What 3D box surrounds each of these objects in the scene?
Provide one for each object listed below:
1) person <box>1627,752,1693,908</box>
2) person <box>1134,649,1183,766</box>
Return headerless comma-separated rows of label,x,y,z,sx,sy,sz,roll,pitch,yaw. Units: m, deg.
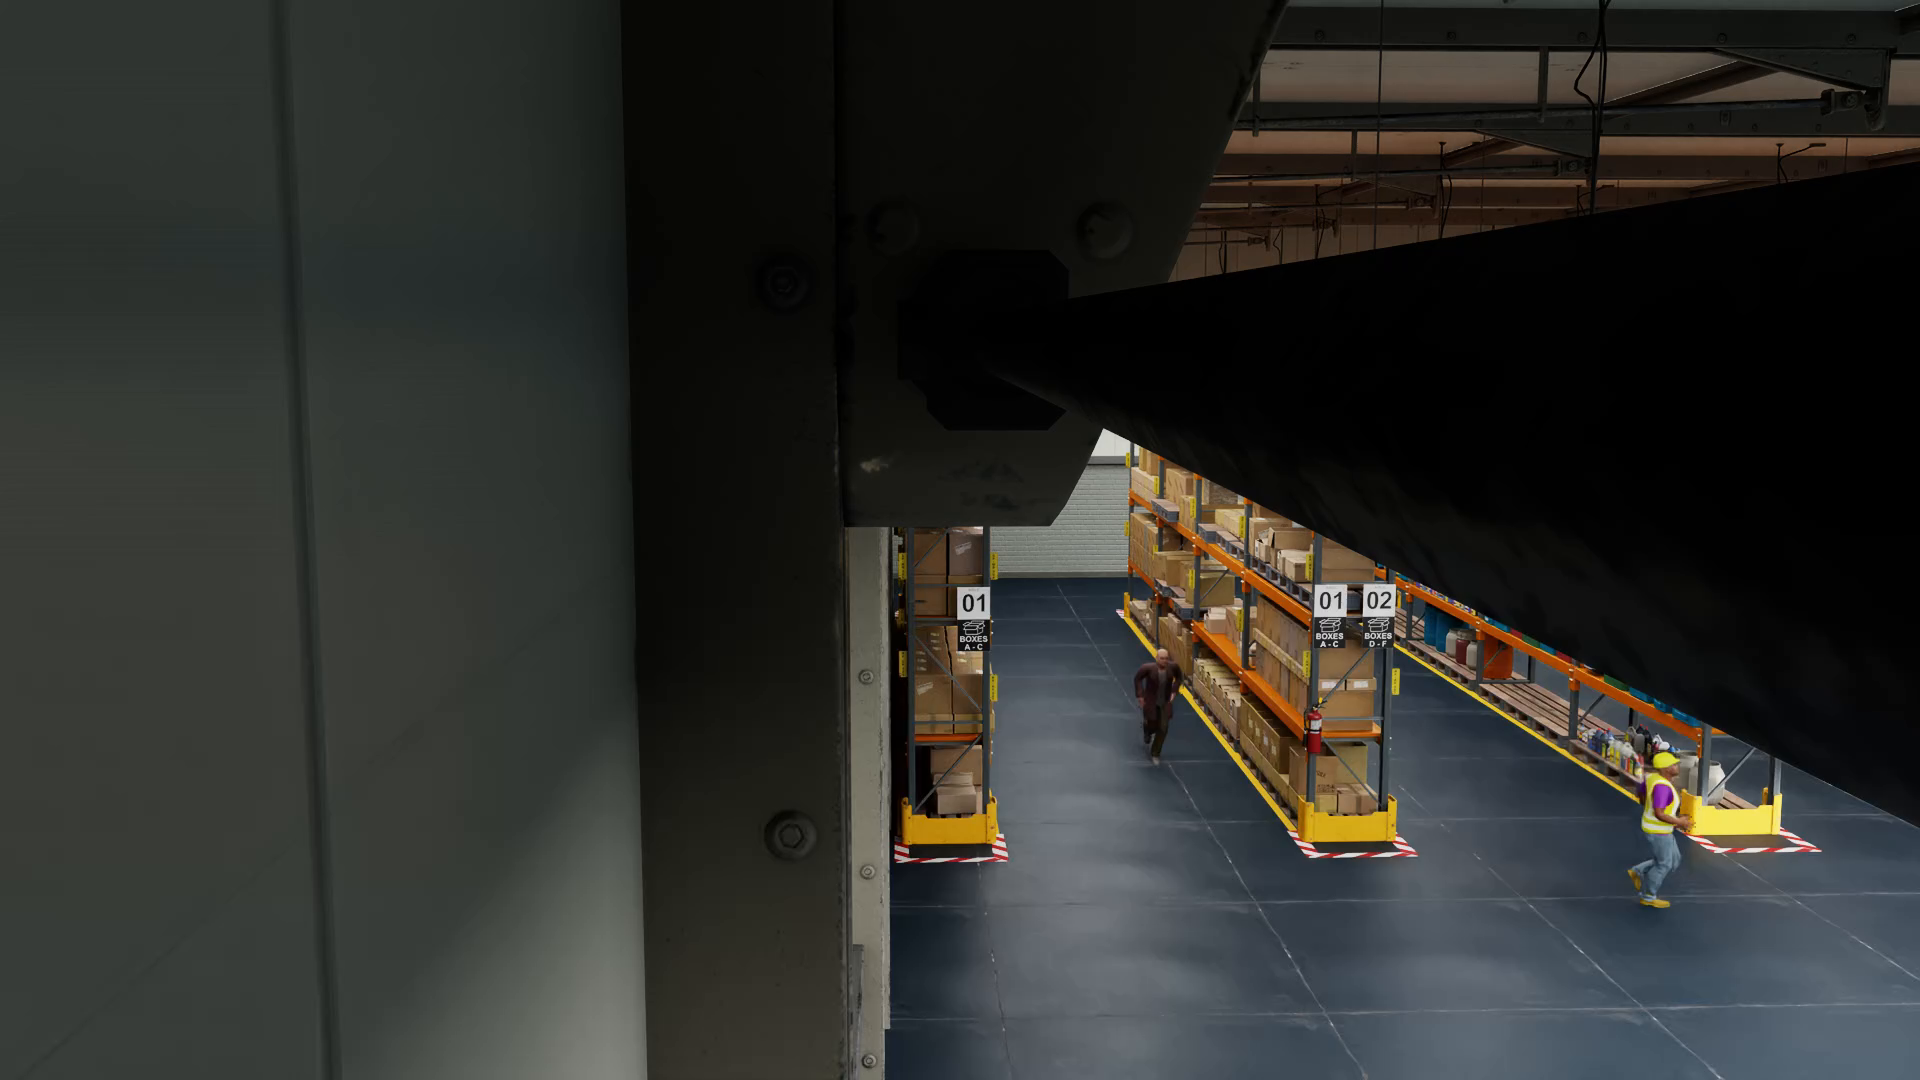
person,7.645,3.163,18.137,0.612,1.733,0.683,2,8,18
person,2.882,2.389,24.409,0.712,1.725,0.881,-1,7,-11
